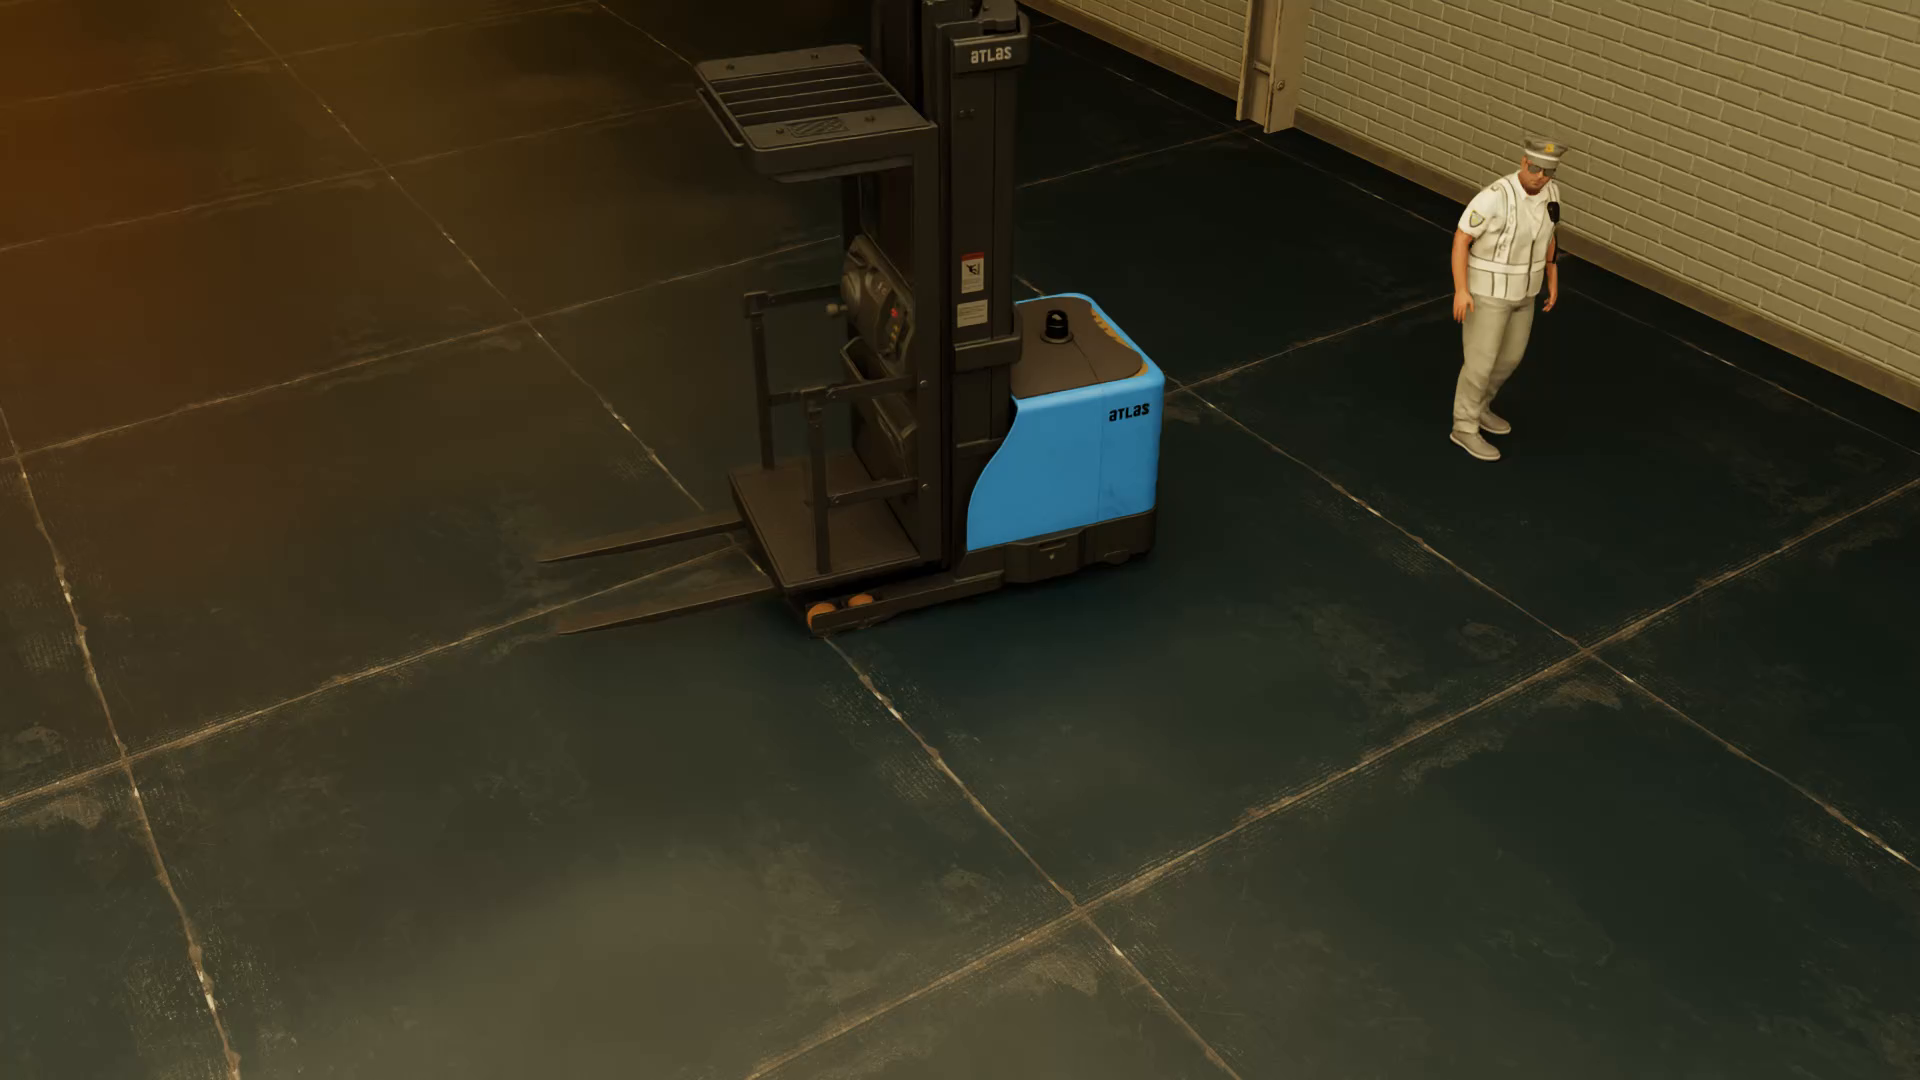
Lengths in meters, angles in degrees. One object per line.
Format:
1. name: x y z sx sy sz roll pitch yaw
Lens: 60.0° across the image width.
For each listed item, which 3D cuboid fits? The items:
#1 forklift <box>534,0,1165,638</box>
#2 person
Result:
1. forklift: -0.569 -1.073 7.674 3.031 2.935 1.130 -12 37 -17
2. person: 3.014 -1.335 9.066 0.720 1.759 0.541 -18 39 -24
